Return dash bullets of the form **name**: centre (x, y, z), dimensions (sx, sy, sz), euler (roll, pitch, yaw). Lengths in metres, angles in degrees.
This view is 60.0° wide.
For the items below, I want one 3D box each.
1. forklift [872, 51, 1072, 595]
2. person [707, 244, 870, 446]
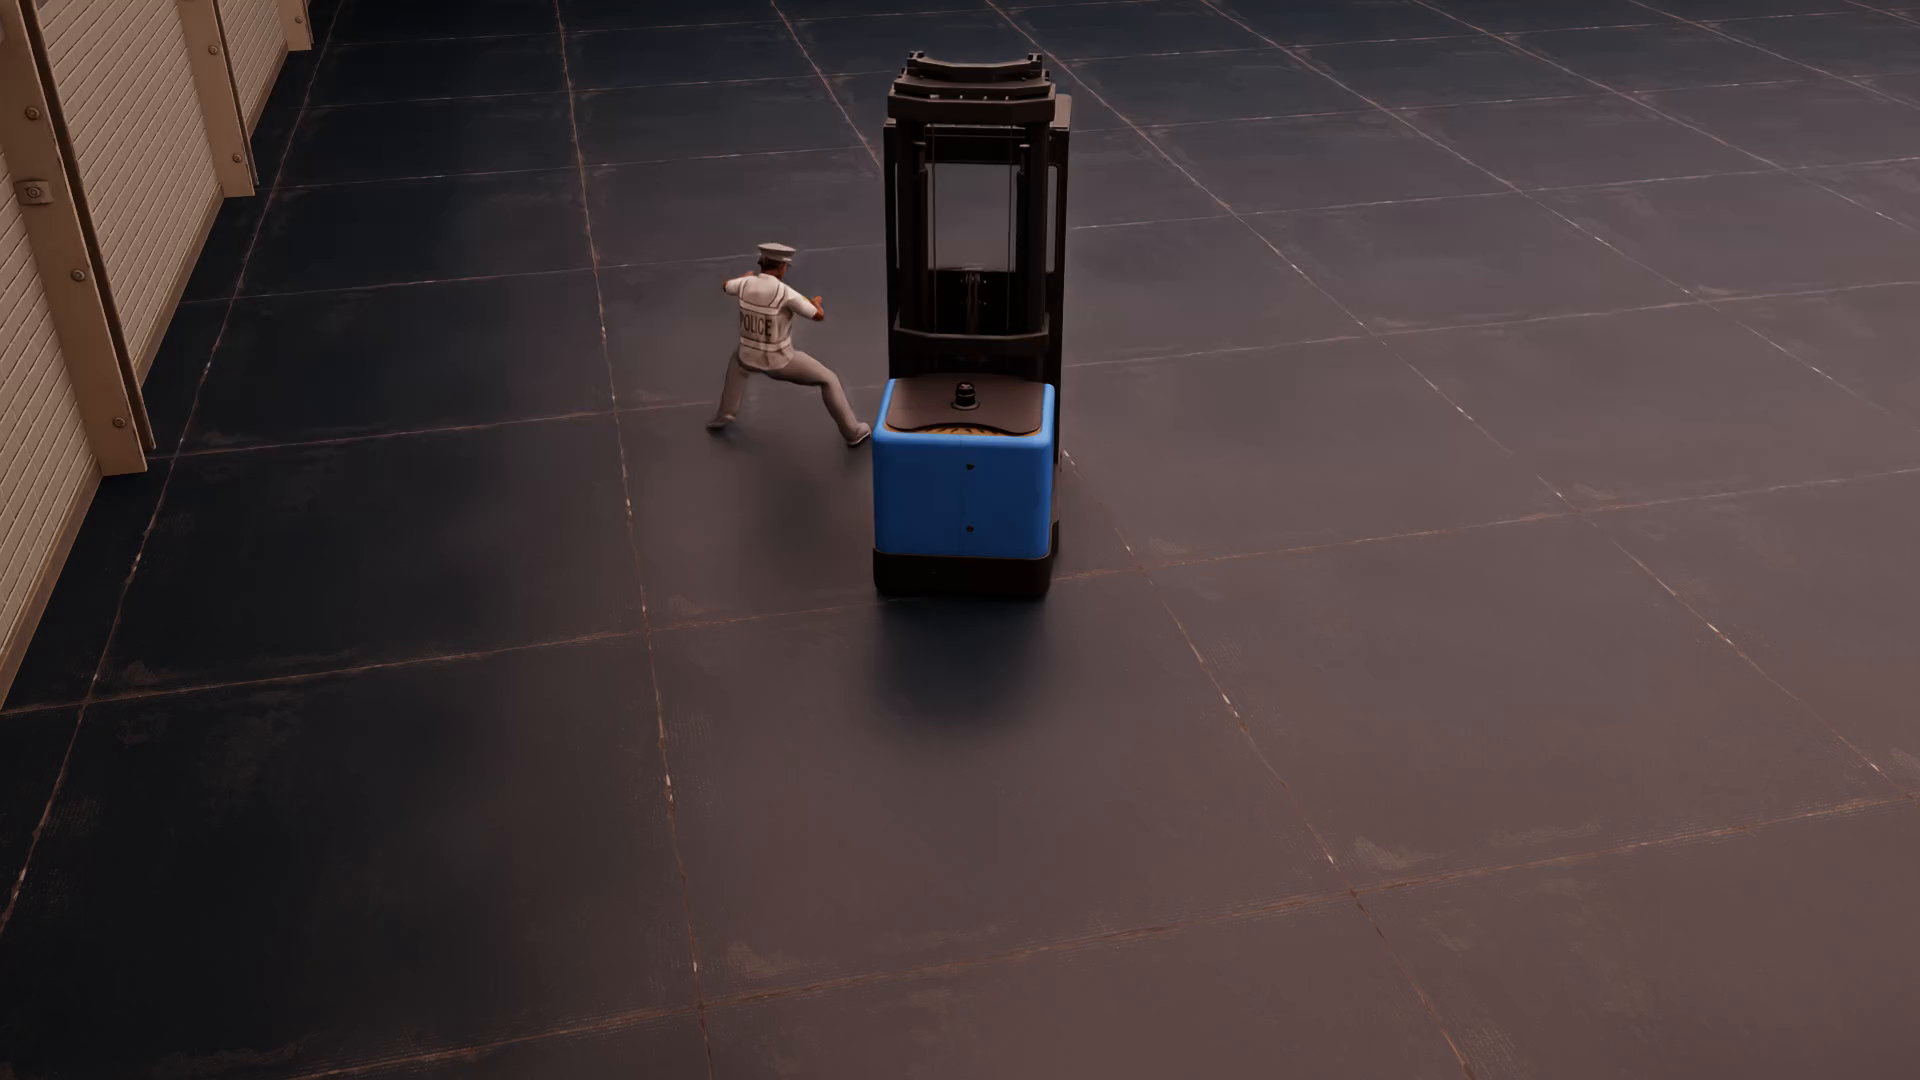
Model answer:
- **forklift**: centre (0.115, -1.656, 10.435), dimensions (1.130, 2.935, 3.031), euler (2, 30, 4)
- **person**: centre (-1.230, -1.366, 11.453), dimensions (1.113, 1.459, 0.656), euler (15, 33, 24)
